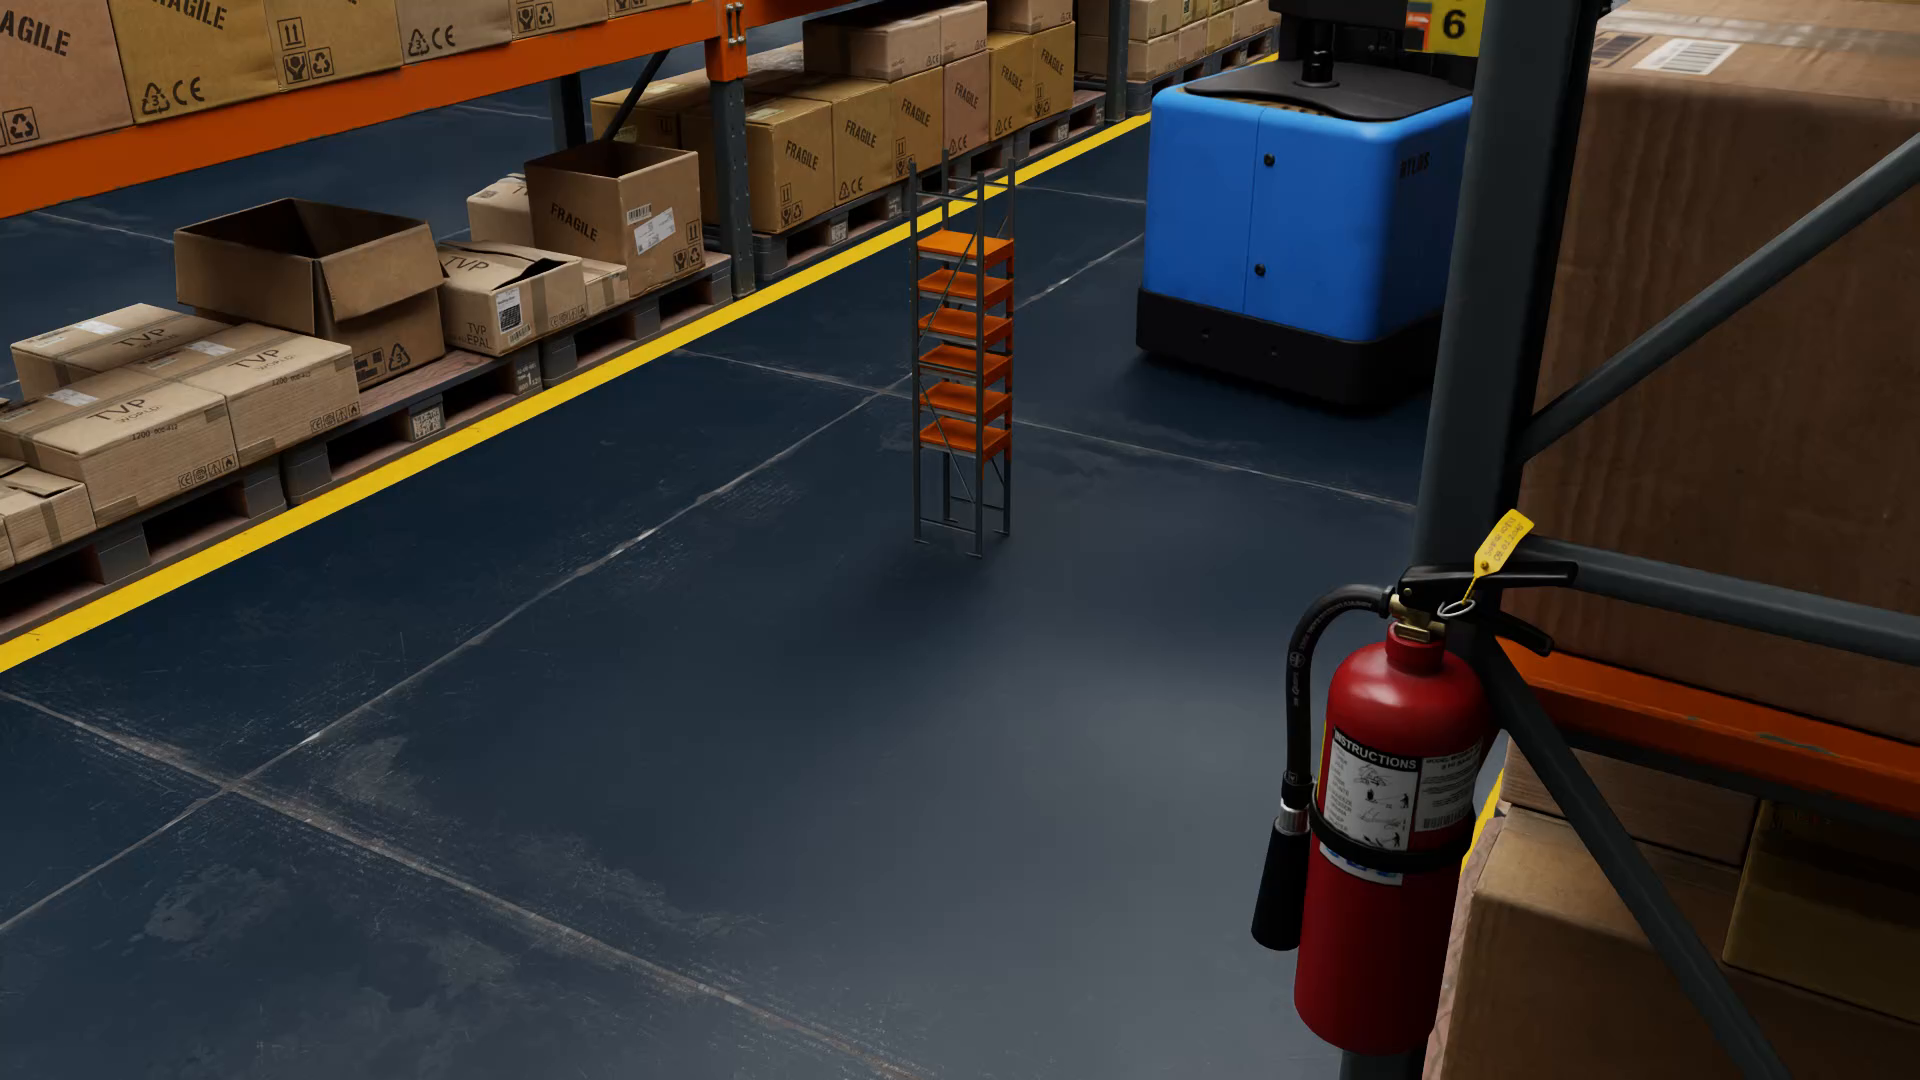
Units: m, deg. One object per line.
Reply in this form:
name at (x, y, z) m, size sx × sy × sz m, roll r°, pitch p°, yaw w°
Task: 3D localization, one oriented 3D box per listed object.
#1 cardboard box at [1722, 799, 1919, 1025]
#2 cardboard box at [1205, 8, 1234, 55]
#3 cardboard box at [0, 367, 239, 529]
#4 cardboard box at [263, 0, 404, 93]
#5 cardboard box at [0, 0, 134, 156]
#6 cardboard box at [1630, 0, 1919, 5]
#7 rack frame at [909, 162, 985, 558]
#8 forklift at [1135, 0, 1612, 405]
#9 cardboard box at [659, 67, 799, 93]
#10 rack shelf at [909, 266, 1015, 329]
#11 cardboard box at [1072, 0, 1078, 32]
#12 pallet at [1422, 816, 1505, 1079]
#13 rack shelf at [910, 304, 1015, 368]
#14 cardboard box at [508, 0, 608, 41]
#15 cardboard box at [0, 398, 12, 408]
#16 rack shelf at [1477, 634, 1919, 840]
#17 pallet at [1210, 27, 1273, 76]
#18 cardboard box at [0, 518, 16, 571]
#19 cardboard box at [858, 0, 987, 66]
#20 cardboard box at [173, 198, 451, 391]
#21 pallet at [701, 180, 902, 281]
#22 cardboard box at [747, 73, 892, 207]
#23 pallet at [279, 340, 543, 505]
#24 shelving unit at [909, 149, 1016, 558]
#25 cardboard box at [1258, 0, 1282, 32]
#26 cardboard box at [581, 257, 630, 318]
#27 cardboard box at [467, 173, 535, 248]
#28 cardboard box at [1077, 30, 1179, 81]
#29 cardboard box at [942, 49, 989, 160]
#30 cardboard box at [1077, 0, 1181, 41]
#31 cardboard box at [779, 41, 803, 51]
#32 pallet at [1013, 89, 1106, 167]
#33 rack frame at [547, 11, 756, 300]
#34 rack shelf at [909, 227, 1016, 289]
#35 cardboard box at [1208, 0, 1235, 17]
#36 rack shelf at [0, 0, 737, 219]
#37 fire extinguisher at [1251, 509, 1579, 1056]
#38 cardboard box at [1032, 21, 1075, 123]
cardboard box at (1.335, 0.547, 2.405) m, size 0.380 × 0.149 × 0.250 m, roll 14°, pitch 30°, yaw 26°
cardboard box at (1.597, -3.596, 11.684) m, size 0.500 × 0.250 × 0.500 m, roll 13°, pitch 30°, yaw 25°
cardboard box at (-2.589, -0.292, 5.062) m, size 0.500 × 0.250 × 0.500 m, roll 14°, pitch 30°, yaw 26°
cardboard box at (-2.155, -1.731, 5.246) m, size 0.500 × 0.500 × 0.500 m, roll 15°, pitch 30°, yaw 27°
cardboard box at (-2.652, -1.342, 4.468) m, size 0.500 × 0.500 × 0.500 m, roll 14°, pitch 30°, yaw 26°
cardboard box at (1.556, -0.512, 2.586) m, size 0.980 × 0.700 × 0.700 m, roll 14°, pitch 30°, yaw 26°
rack frame at (-0.038, -0.507, 4.921) m, size 0.240 × 1.200 × 0.006 m, roll 14°, pitch 30°, yaw 26°
forklift at (2.049, -2.385, 6.740) m, size 1.130 × 2.935 × 3.031 m, roll 21°, pitch 34°, yaw 36°
cardboard box at (-1.138, -2.064, 8.324) m, size 0.500 × 0.500 × 0.500 m, roll 14°, pitch 30°, yaw 26°
rack shelf at (0.007, -0.717, 4.905) m, size 0.258 × 0.103 × 0.180 m, roll 14°, pitch 30°, yaw 26°
cardboard box at (0.630, -3.565, 10.997) m, size 0.500 × 0.311 × 0.500 m, roll 15°, pitch 30°, yaw 27°
pallet at (1.291, 1.027, 2.962) m, size 1.003 × 0.211 × 1.213 m, roll 14°, pitch 30°, yaw 26°
rack shelf at (0.007, -0.610, 4.959) m, size 0.258 × 0.103 × 0.180 m, roll 14°, pitch 30°, yaw 26°
cardboard box at (-1.656, -2.131, 6.045) m, size 0.500 × 0.500 × 0.500 m, roll 15°, pitch 30°, yaw 28°
cardboard box at (-3.019, -0.314, 5.200) m, size 0.380 × 0.166 × 0.250 m, roll 14°, pitch 30°, yaw 26°
rack shelf at (1.949, -0.348, 3.399) m, size 1.077 × 0.370 × 4.000 m, roll 14°, pitch 30°, yaw 26°
pallet at (1.626, -3.637, 12.279) m, size 1.003 × 0.211 × 1.213 m, roll 14°, pitch 30°, yaw 26°
cardboard box at (-2.844, 0.010, 4.571) m, size 0.380 × 0.149 × 0.250 m, roll 14°, pitch 30°, yaw 26°
cardboard box at (-0.193, -2.673, 8.703) m, size 0.500 × 0.250 × 0.500 m, roll 14°, pitch 30°, yaw 25°
cardboard box at (-2.301, -0.886, 5.966) m, size 0.797 × 0.503 × 0.637 m, roll 14°, pitch 30°, yaw 26°
pallet at (-1.014, -1.617, 8.245) m, size 1.003 × 0.211 × 1.213 m, roll 14°, pitch 30°, yaw 26°
cardboard box at (-0.679, -1.963, 8.122) m, size 0.500 × 0.500 × 0.500 m, roll 15°, pitch 30°, yaw 27°
pallet at (-2.319, -0.547, 6.108) m, size 1.003 × 0.211 × 1.213 m, roll 14°, pitch 30°, yaw 26°
shelving unit at (0.007, -0.542, 4.993) m, size 0.258 × 1.200 × 0.189 m, roll 14°, pitch 30°, yaw 26°
cardboard box at (2.101, -3.993, 12.479) m, size 0.500 × 0.250 × 0.500 m, roll 15°, pitch 30°, yaw 27°
cardboard box at (-1.547, -1.017, 6.624) m, size 0.380 × 0.149 × 0.250 m, roll 14°, pitch 30°, yaw 26°
cardboard box at (-1.776, -1.417, 7.243) m, size 0.500 × 0.311 × 0.500 m, roll 14°, pitch 30°, yaw 26°
cardboard box at (1.100, -3.196, 10.885) m, size 0.500 × 0.250 × 0.500 m, roll 14°, pitch 30°, yaw 26°
cardboard box at (-0.177, -2.353, 8.901) m, size 0.500 × 0.500 × 0.500 m, roll 13°, pitch 29°, yaw 24°
cardboard box at (1.100, -3.446, 10.760) m, size 0.500 × 0.311 × 0.500 m, roll 15°, pitch 30°, yaw 28°
cardboard box at (-0.642, -2.458, 9.111) m, size 0.500 × 0.500 × 0.500 m, roll 13°, pitch 29°, yaw 24°
pallet at (0.186, -2.568, 10.145) m, size 1.003 × 0.211 × 1.213 m, roll 14°, pitch 30°, yaw 26°
rack frame at (-1.381, -2.539, 6.971) m, size 1.000 × 3.000 × 0.127 m, roll 14°, pitch 30°, yaw 26°
rack shelf at (0.007, -0.824, 4.851) m, size 0.258 × 0.103 × 0.180 m, roll 14°, pitch 30°, yaw 26°
cardboard box at (1.604, -3.851, 11.568) m, size 0.500 × 0.311 × 0.500 m, roll 13°, pitch 30°, yaw 25°
rack shelf at (-2.365, -1.438, 5.575) m, size 1.077 × 0.370 × 4.000 m, roll 14°, pitch 30°, yaw 26°
fire extinguisher at (0.489, 0.268, 1.867) m, size 0.296 × 0.674 × 0.183 m, roll 14°, pitch 30°, yaw 26°
cardboard box at (0.331, -2.761, 9.715) m, size 0.500 × 0.500 × 0.500 m, roll 15°, pitch 30°, yaw 28°
